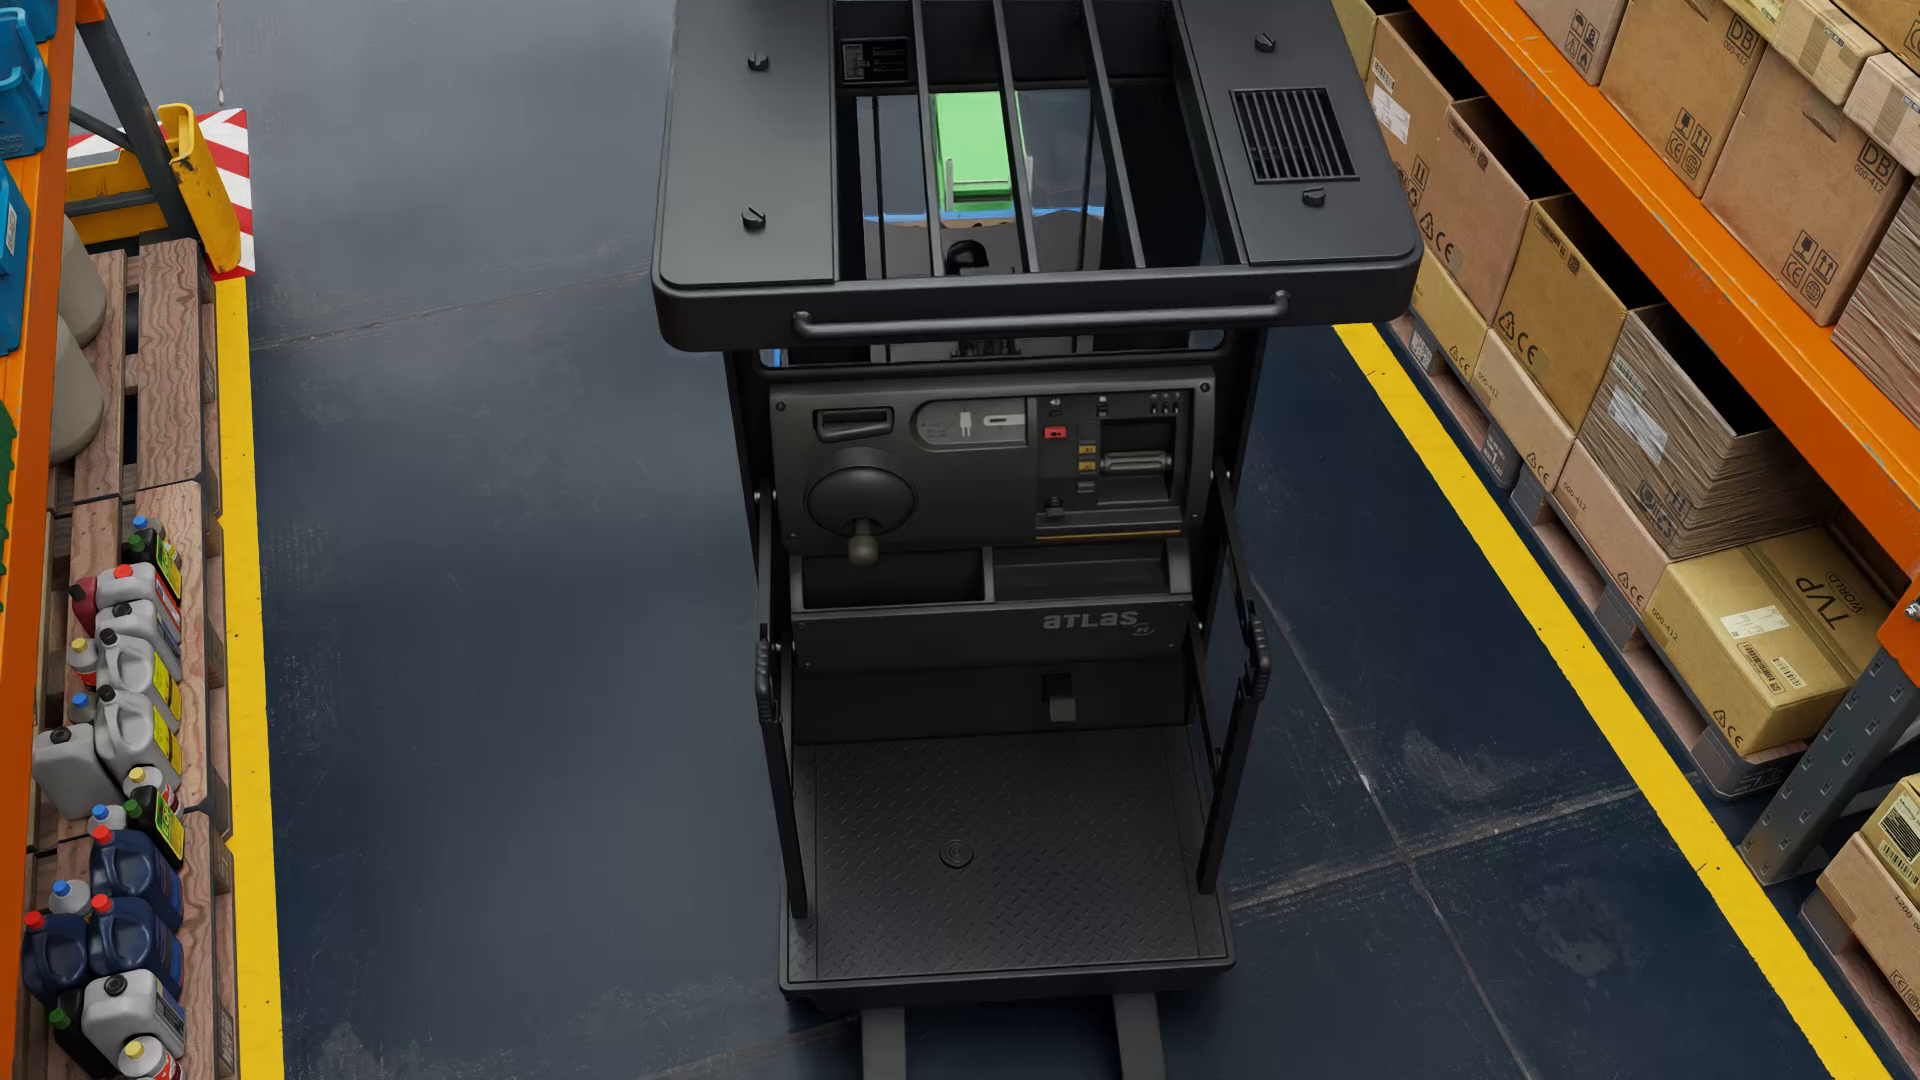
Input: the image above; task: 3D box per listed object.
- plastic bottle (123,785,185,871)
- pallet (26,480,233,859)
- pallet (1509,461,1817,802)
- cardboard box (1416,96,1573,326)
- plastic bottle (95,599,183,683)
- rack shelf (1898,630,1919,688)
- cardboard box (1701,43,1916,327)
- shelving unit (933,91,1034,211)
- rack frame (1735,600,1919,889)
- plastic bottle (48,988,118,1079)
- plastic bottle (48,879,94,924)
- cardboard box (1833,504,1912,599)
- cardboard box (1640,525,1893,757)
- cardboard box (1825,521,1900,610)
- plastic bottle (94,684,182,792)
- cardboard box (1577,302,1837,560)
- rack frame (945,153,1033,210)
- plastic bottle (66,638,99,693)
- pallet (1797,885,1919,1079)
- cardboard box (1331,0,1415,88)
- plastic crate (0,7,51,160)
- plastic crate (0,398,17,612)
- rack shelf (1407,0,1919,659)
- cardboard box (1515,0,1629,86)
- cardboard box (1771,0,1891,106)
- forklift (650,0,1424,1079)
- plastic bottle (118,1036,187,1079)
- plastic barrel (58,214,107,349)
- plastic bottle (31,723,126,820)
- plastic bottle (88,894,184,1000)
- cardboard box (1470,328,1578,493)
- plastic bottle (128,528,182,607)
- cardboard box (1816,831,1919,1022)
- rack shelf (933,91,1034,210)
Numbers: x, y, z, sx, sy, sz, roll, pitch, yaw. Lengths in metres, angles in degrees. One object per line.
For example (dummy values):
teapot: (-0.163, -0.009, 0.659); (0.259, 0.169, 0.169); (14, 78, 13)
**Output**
plastic bottle: (-2.030, 0.710, 4.179); (0.061, 0.283, 0.133); (-11, 51, -9)
pallet: (-2.646, 0.433, 4.747); (1.003, 0.211, 1.213); (-13, 51, -11)
pallet: (2.415, 0.118, 5.012); (1.003, 0.211, 1.213); (-13, 51, -11)
cardboard box: (1.814, -1.064, 5.219); (0.500, 0.500, 0.500); (-13, 51, -11)
plastic bottle: (-2.255, 0.276, 4.550); (0.152, 0.276, 0.135); (-15, 51, -12)
rack shelf: (3.201, 1.502, 2.492); (1.077, 0.370, 4.000); (-13, 51, -11)
cardboard box: (2.311, -0.929, 4.006); (0.700, 0.500, 0.500); (-14, 51, -11)
shelving unit: (0.064, -0.853, 5.184); (0.258, 1.200, 0.503); (-3, 50, -2)
rack frame: (2.610, -0.190, 3.448); (1.000, 3.000, 0.127); (-13, 51, -11)
plastic bottle: (-2.022, 1.123, 3.830); (0.061, 0.283, 0.133); (-13, 51, -11)
plastic bottle: (-2.123, 0.903, 4.024); (0.097, 0.271, 0.097); (0, 50, 0)
cardboard box: (2.772, -0.090, 4.398); (0.500, 0.500, 0.500); (-13, 51, -11)
cardboard box: (2.264, 0.271, 4.583); (0.500, 0.250, 0.500); (-13, 51, -11)
cardboard box: (2.762, 0.153, 4.682); (0.500, 0.250, 0.500); (-13, 51, -11)
plastic bottle: (-2.147, 0.507, 4.305); (0.144, 0.351, 0.185); (-14, 51, -11)
cardboard box: (2.127, -0.338, 4.606); (0.500, 0.500, 0.500); (-13, 51, -11)
rack frame: (0.079, -0.666, 5.027); (0.240, 1.200, 0.015); (-3, 50, -2)
plastic bottle: (-2.368, 0.341, 4.543); (0.097, 0.201, 0.097); (0, 50, 0)
pallet: (2.865, 1.238, 4.068); (1.003, 0.211, 1.213); (-13, 51, -11)
cardboard box: (1.523, -1.796, 5.835); (0.500, 0.500, 0.500); (-13, 51, -11)
plastic crate: (-2.685, -1.173, 4.374); (0.499, 0.251, 0.408); (-13, 51, -11)
plastic crate: (-2.255, -0.060, 3.477); (0.450, 0.188, 0.662); (-13, 51, -11)
rack shelf: (2.018, -1.419, 4.955); (1.077, 0.370, 4.000); (-13, 51, -11)
cardboard box: (2.013, -1.670, 4.631); (0.700, 0.500, 0.500); (-12, 51, -10)
cardboard box: (2.095, -1.145, 3.764); (0.380, 0.149, 0.250); (-13, 51, -11)
forklift: (0.087, -0.048, 3.374); (1.130, 2.935, 3.031); (-3, 50, -2)
plastic bottle: (-1.859, 1.207, 3.813); (0.097, 0.201, 0.097); (0, 50, 0)
plastic barrel: (-3.038, -0.864, 5.369); (0.421, 0.512, 0.421); (0, 50, 0)
plastic bottle: (-2.281, 0.583, 4.290); (0.152, 0.276, 0.135); (-13, 51, -11)
plastic bottle: (-1.965, 0.956, 3.927); (0.144, 0.351, 0.185); (-12, 51, -10)
cardboard box: (1.964, -0.458, 5.198); (0.500, 0.250, 0.500); (-13, 51, -11)
plastic bottle: (-2.292, 0.063, 4.724); (0.061, 0.283, 0.133); (-12, 51, -10)
cardboard box: (2.493, 0.911, 4.044); (0.500, 0.250, 0.500); (-14, 51, -12)
rack shelf: (0.064, -1.121, 4.866); (0.258, 0.148, 0.480); (-3, 50, -2)
